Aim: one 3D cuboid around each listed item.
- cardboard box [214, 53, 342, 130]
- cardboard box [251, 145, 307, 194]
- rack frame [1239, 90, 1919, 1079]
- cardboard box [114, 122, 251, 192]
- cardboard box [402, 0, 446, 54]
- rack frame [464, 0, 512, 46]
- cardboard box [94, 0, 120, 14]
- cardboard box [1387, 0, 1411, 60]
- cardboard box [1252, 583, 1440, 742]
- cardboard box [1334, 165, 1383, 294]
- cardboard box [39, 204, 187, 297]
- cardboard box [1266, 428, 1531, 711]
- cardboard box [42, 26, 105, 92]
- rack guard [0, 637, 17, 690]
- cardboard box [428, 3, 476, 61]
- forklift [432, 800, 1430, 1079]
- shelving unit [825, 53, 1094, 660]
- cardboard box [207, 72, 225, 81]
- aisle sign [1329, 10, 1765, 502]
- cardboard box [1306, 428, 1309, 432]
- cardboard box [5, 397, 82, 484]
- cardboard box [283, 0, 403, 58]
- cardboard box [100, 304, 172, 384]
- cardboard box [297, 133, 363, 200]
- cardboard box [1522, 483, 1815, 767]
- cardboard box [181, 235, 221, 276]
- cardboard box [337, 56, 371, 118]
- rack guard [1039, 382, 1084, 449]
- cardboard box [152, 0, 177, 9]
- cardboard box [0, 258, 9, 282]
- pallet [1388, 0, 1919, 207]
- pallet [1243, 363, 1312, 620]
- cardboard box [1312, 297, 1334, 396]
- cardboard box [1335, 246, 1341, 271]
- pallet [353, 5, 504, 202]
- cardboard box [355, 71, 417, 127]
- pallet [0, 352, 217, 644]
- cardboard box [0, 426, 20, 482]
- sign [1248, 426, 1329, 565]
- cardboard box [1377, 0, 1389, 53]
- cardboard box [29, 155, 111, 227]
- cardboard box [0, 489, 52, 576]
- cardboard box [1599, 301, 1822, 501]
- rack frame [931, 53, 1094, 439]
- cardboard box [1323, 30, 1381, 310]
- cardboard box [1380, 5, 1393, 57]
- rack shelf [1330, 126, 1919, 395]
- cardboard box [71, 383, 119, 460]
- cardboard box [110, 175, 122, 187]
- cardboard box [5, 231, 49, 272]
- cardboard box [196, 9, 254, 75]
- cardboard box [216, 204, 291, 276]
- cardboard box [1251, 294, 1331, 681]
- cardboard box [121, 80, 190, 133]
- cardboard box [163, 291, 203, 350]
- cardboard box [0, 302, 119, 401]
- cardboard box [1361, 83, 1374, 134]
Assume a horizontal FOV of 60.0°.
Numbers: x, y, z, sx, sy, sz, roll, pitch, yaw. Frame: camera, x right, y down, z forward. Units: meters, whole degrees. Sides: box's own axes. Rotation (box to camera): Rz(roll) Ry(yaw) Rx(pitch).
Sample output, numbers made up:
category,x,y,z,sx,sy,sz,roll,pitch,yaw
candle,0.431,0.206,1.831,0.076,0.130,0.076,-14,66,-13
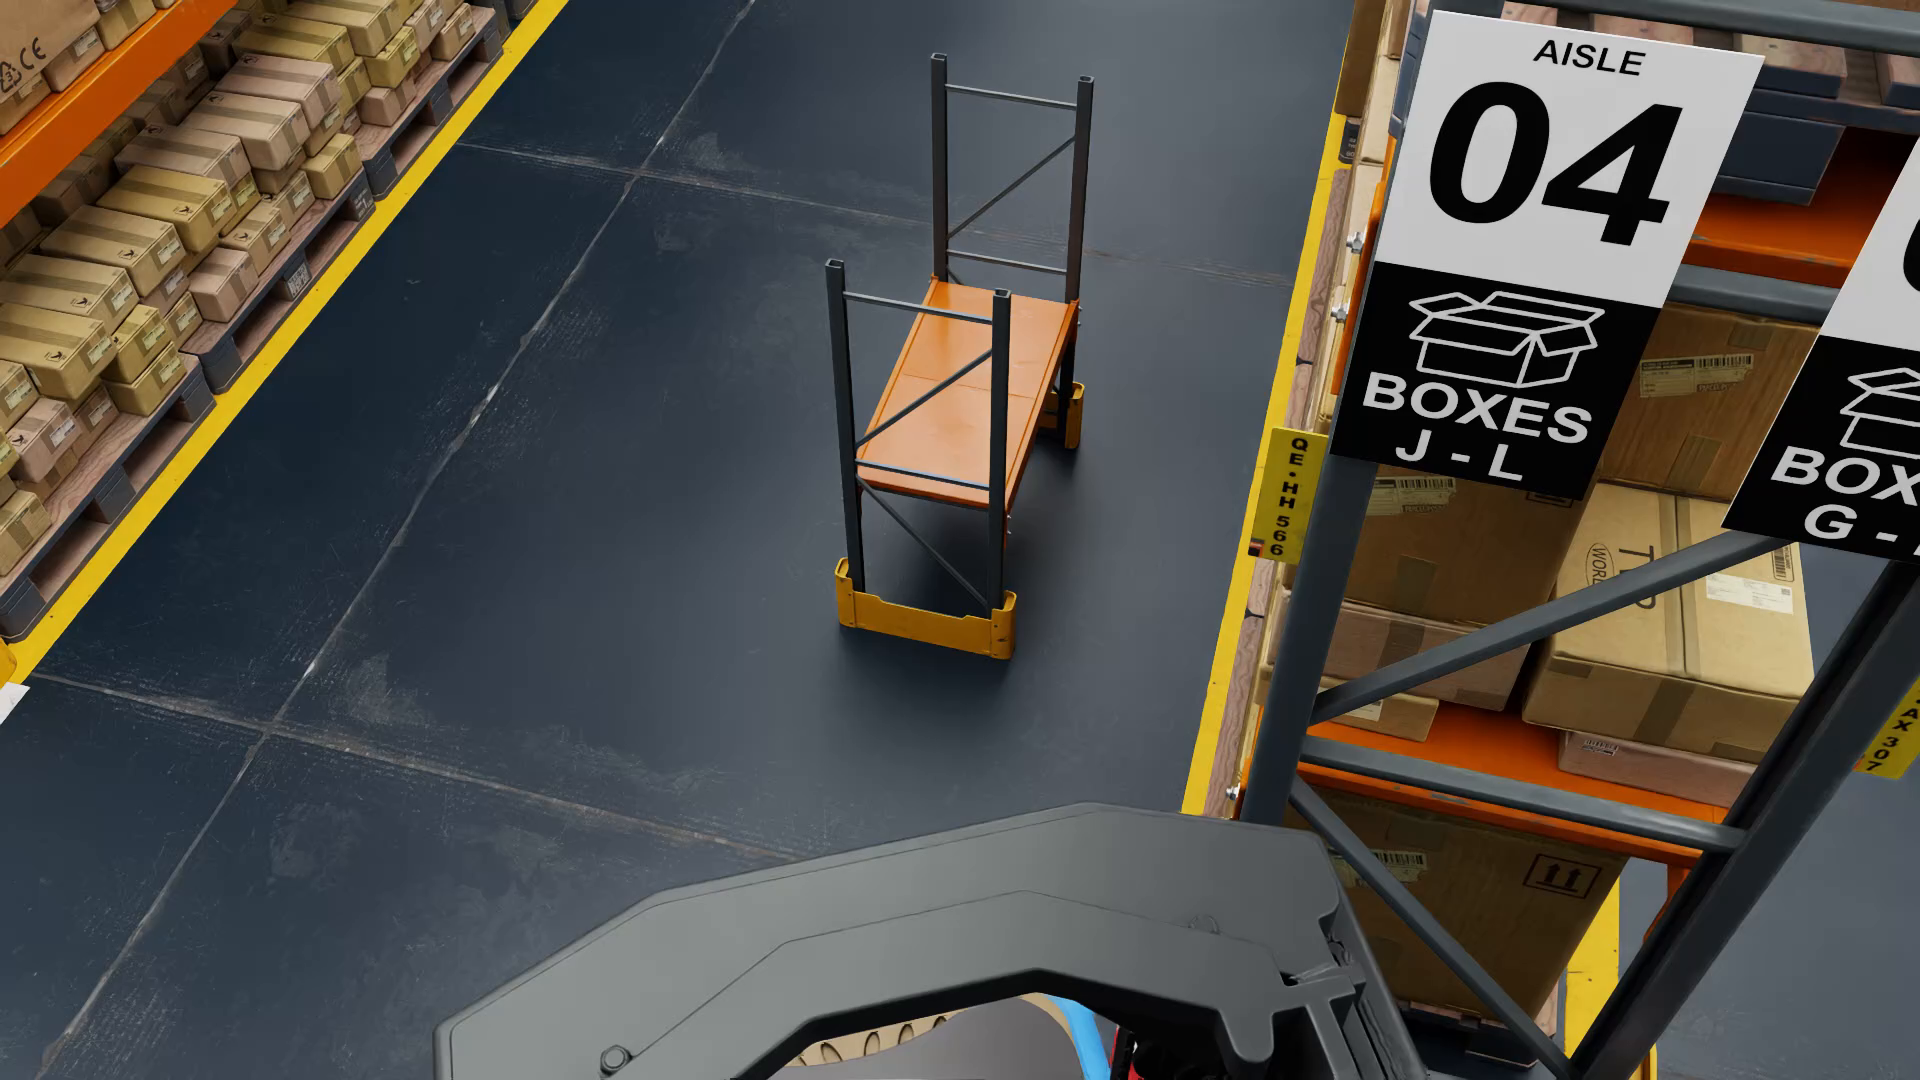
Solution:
category,x,y,z,sx,sy,sz,roll,pitch,yaw
cardboard box,-2.673,-1.762,6.529,0.380,0.149,0.250,9,49,8
cardboard box,-2.805,-1.506,6.502,0.380,0.149,0.250,9,49,8
rack frame,1.089,0.507,3.302,1.000,3.000,0.127,12,50,10
cardboard box,-2.903,-1.406,6.215,0.380,0.149,0.250,12,50,10
cardboard box,-2.452,-2.244,7.153,0.380,0.149,0.250,9,49,8
rack frame,-2.617,-3.438,6.784,1.000,3.000,0.127,12,50,10
cardboard box,-2.899,-2.061,5.303,0.500,0.500,0.500,10,49,9
cardboard box,1.499,-1.656,4.612,0.500,0.500,0.500,10,49,9
cardboard box,0.865,0.267,3.681,0.380,0.149,0.250,12,50,11
cardboard box,1.228,-0.680,4.251,0.500,0.250,0.500,10,49,9
cardboard box,-2.990,-1.024,5.878,0.380,0.149,0.250,13,50,12
cardboard box,0.960,0.055,3.602,0.500,0.250,0.500,11,49,9
cardboard box,-2.995,-1.587,5.317,0.380,0.149,0.250,11,49,9
rack guard,-3.650,0.227,5.216,1.175,0.500,0.348,12,50,10
cardboard box,-2.391,-2.283,7.386,0.380,0.149,0.250,12,50,11
forklift,0.106,1.796,2.210,1.130,2.935,3.031,-10,49,-9
shelving unit,0.020,-0.551,5.236,0.587,1.500,1.083,12,50,10
cardboard box,-3.104,-1.955,6.897,0.380,0.149,0.250,9,49,8
aisle sign,0.781,-0.361,2.334,0.394,0.787,0.004,12,50,10
cardboard box,0.999,-0.103,4.008,0.380,0.149,0.250,12,50,10
cardboard box,-3.158,-0.354,5.485,0.380,0.149,0.250,11,50,10
cardboard box,-2.547,-2.148,6.870,0.380,0.149,0.250,11,50,10
cardboard box,-3.006,-0.713,5.802,0.380,0.149,0.250,13,50,11
cardboard box,-2.664,-1.534,6.725,0.380,0.149,0.250,11,50,10
cardboard box,1.476,0.164,3.506,0.500,0.250,0.500,10,49,9
cardboard box,-2.997,-1.128,6.168,0.380,0.149,0.250,14,50,12
cardboard box,-2.666,-1.884,6.835,0.380,0.149,0.250,12,50,10
rack guard,0.151,-0.498,6.023,0.587,0.250,0.087,12,50,10
cardboard box,-2.808,-1.957,5.645,0.380,0.149,0.250,12,50,11
cardboard box,-3.578,-0.928,5.793,0.380,0.149,0.250,10,49,9
pallet,1.274,-0.995,2.686,1.003,0.211,1.213,12,50,10
pallet,1.547,-0.044,5.648,1.003,0.211,1.213,12,50,10
cardboard box,1.132,-0.472,4.333,0.380,0.149,0.250,11,49,9
cardboard box,1.268,-0.838,4.657,0.380,0.149,0.250,12,50,11
pallet,-2.759,-2.023,7.395,1.003,0.211,1.213,12,50,10
cardboard box,-2.548,-1.908,7.055,0.380,0.149,0.250,10,49,9
pallet,-3.402,-0.258,5.837,1.003,0.211,1.213,12,50,10
cardboard box,-3.204,-0.250,5.194,0.380,0.149,0.250,10,49,8
sign,0.569,-0.072,2.883,0.100,0.325,0.005,12,50,10
cardboard box,1.537,-1.584,5.315,0.380,0.149,0.250,10,49,9
cardboard box,-3.385,-1.302,6.123,0.380,0.149,0.250,10,49,9
cardboard box,-3.223,-0.057,5.421,0.380,0.149,0.250,12,50,11
cardboard box,1.607,-0.446,3.544,0.500,0.500,0.500,10,49,9
rack frame,0.156,-0.926,5.567,0.500,1.500,0.032,12,50,10
cardboard box,1.891,-1.361,6.087,0.875,0.875,0.875,12,50,10
cardboard box,1.499,-1.413,4.898,0.500,0.250,0.500,13,50,11
rack shelf,1.615,-1.694,3.724,1.077,0.370,4.000,12,50,10
cardboard box,-3.174,-0.443,5.762,0.380,0.149,0.250,12,50,10
cardboard box,-3.416,-1.417,6.423,0.380,0.149,0.250,12,50,10
cardboard box,-3.547,-1.031,6.082,0.380,0.149,0.250,12,50,11
cardboard box,-3.103,-2.049,6.783,0.380,0.149,0.250,10,49,9
cardboard box,-2.829,-1.178,6.410,0.380,0.149,0.250,12,50,10
cardboard box,1.420,-0.066,4.945,0.875,0.875,0.875,12,50,10
cardboard box,-3.241,-1.668,6.446,0.380,0.149,0.250,10,49,8
cardboard box,-3.026,-0.810,6.085,0.380,0.149,0.250,12,50,10
cardboard box,-3.058,-0.630,5.530,0.380,0.149,0.250,11,50,10
cardboard box,1.402,-1.217,4.991,0.380,0.149,0.250,12,50,10
